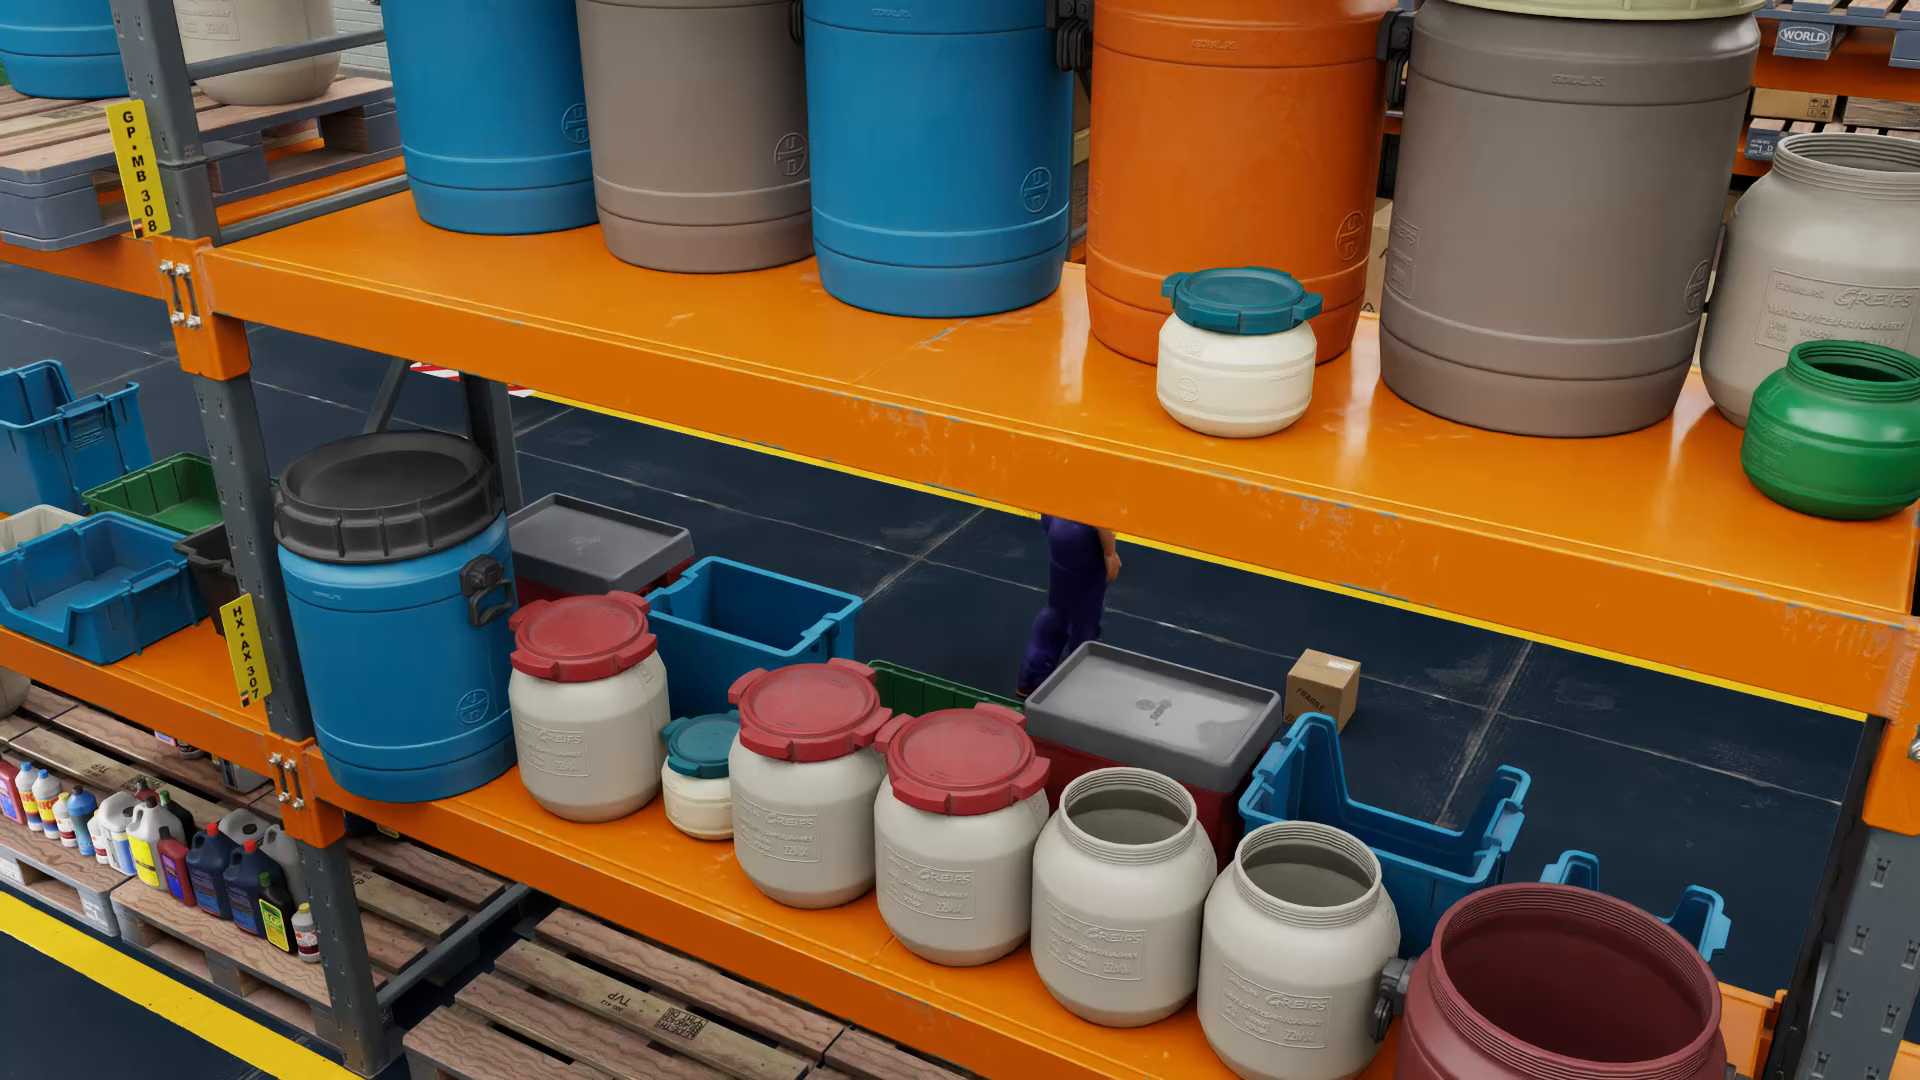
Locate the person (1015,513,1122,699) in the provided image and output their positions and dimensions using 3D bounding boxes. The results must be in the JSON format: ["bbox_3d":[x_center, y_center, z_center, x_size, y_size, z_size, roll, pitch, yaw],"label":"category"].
[{"bbox_3d":[0.506,-0.025,7.223,0.544,1.695,0.540,-5,27,-9],"label":"person"}]
